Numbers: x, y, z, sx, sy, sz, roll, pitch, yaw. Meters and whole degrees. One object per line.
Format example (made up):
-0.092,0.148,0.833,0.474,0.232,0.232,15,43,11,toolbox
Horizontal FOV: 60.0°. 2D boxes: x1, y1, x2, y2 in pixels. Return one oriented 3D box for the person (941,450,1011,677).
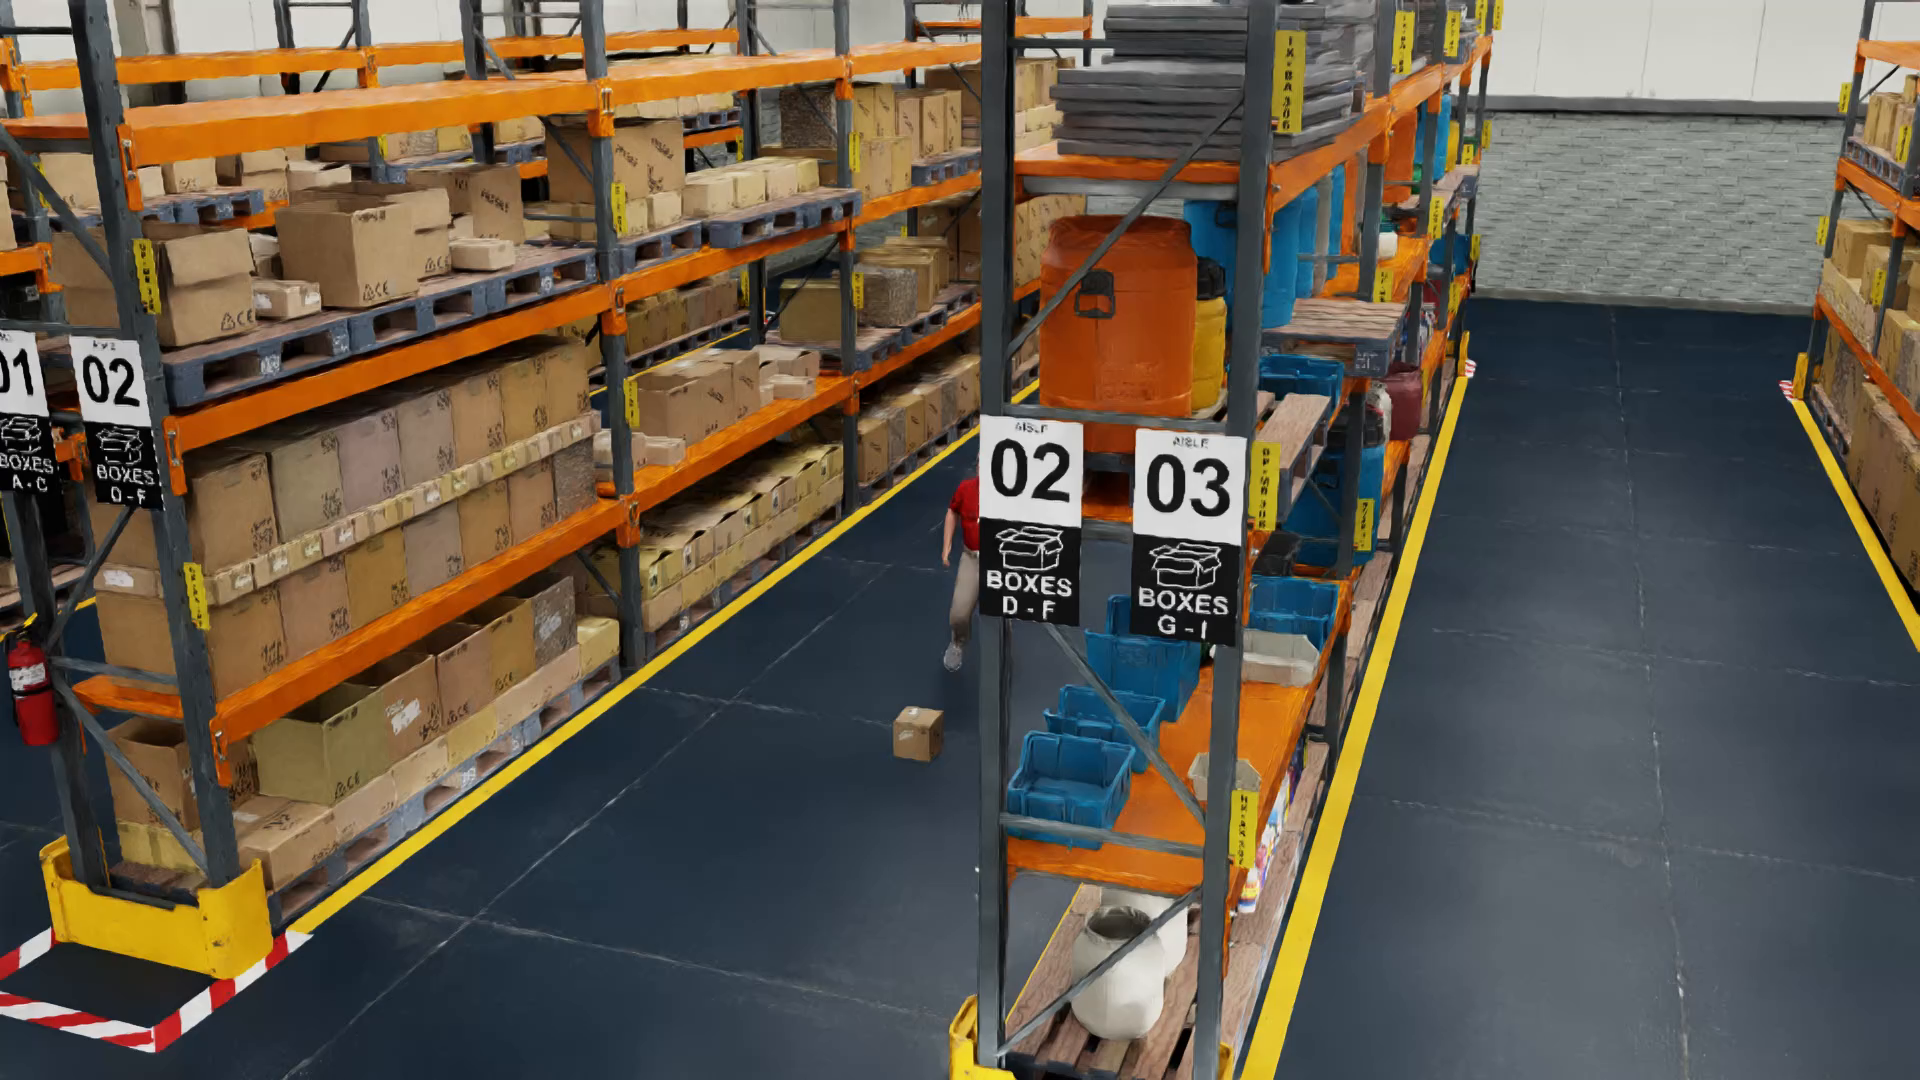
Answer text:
0.210,0.221,11.597,0.704,1.631,0.512,4,19,11,person
